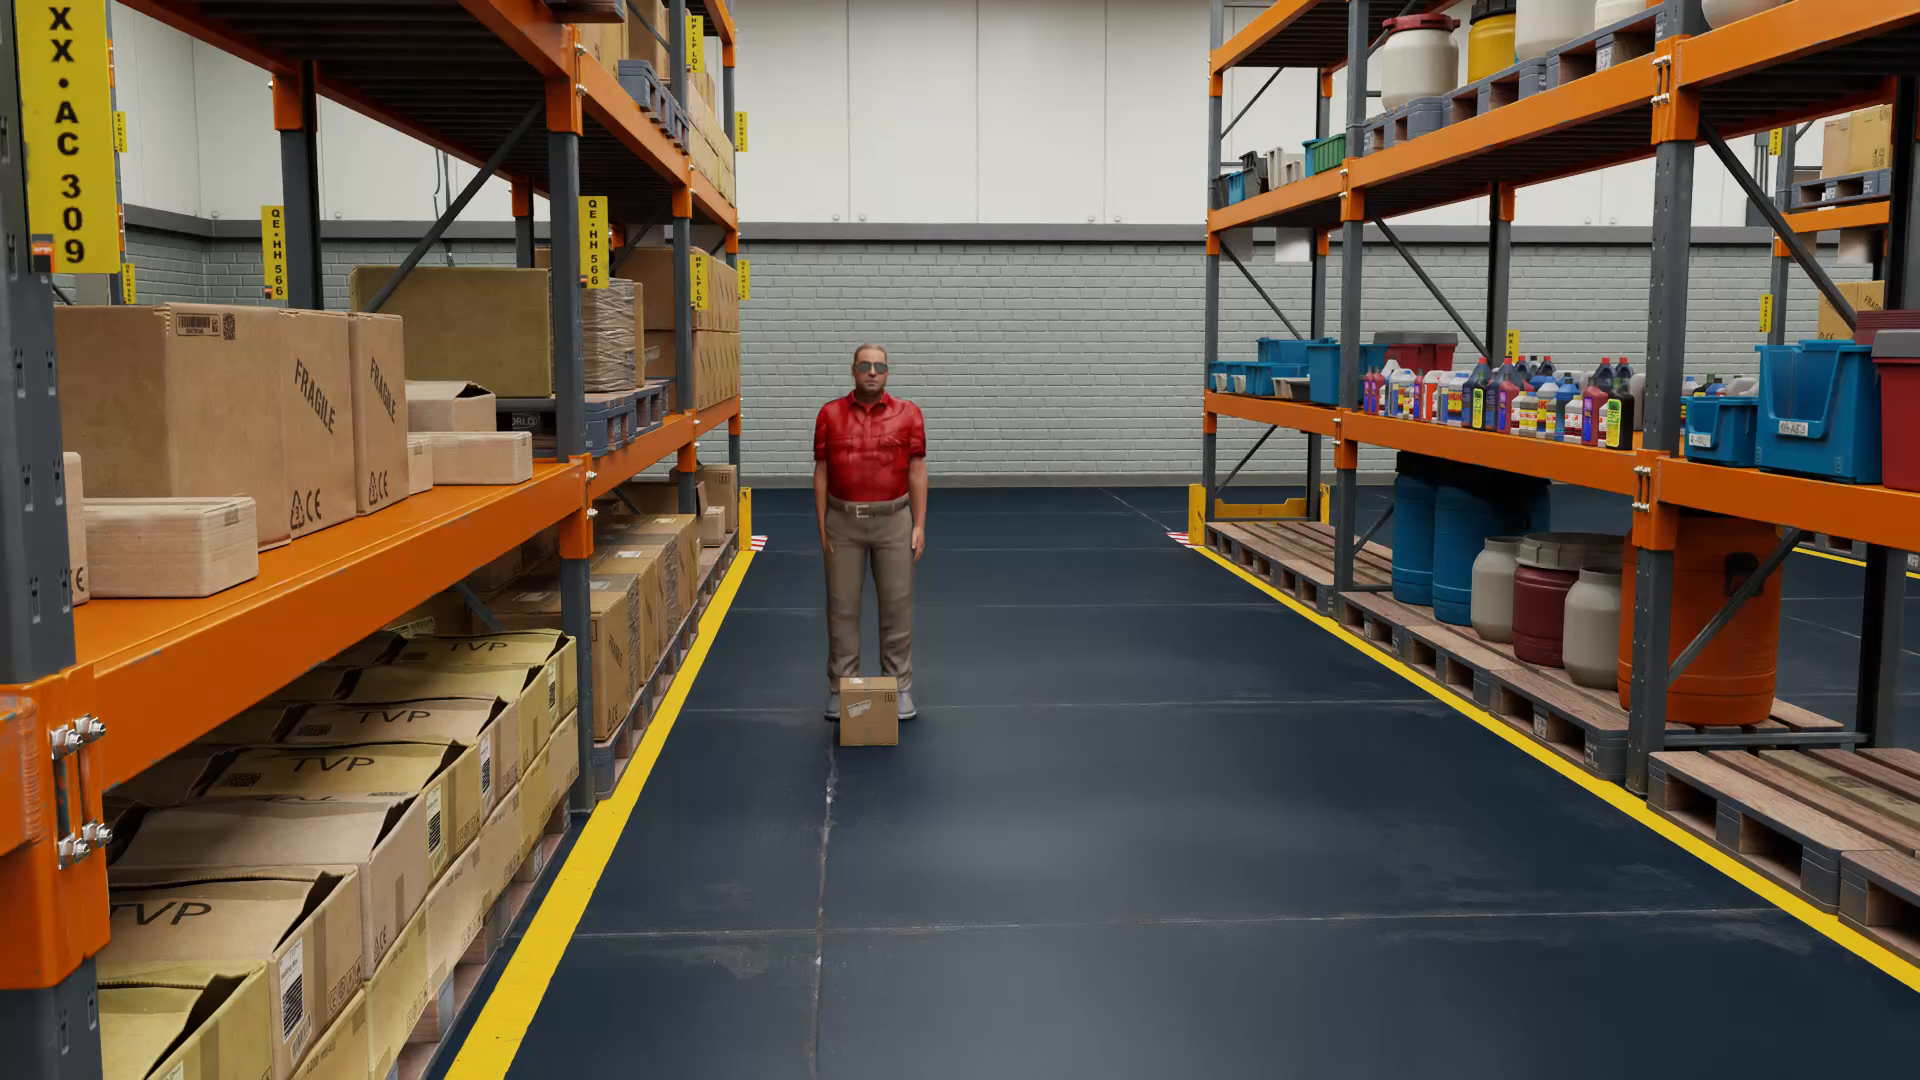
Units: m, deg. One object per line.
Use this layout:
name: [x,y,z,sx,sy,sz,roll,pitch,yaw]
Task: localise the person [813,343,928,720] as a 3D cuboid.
person: [-0.412,-0.040,7.671,0.528,1.727,0.362,0,7,-2]
